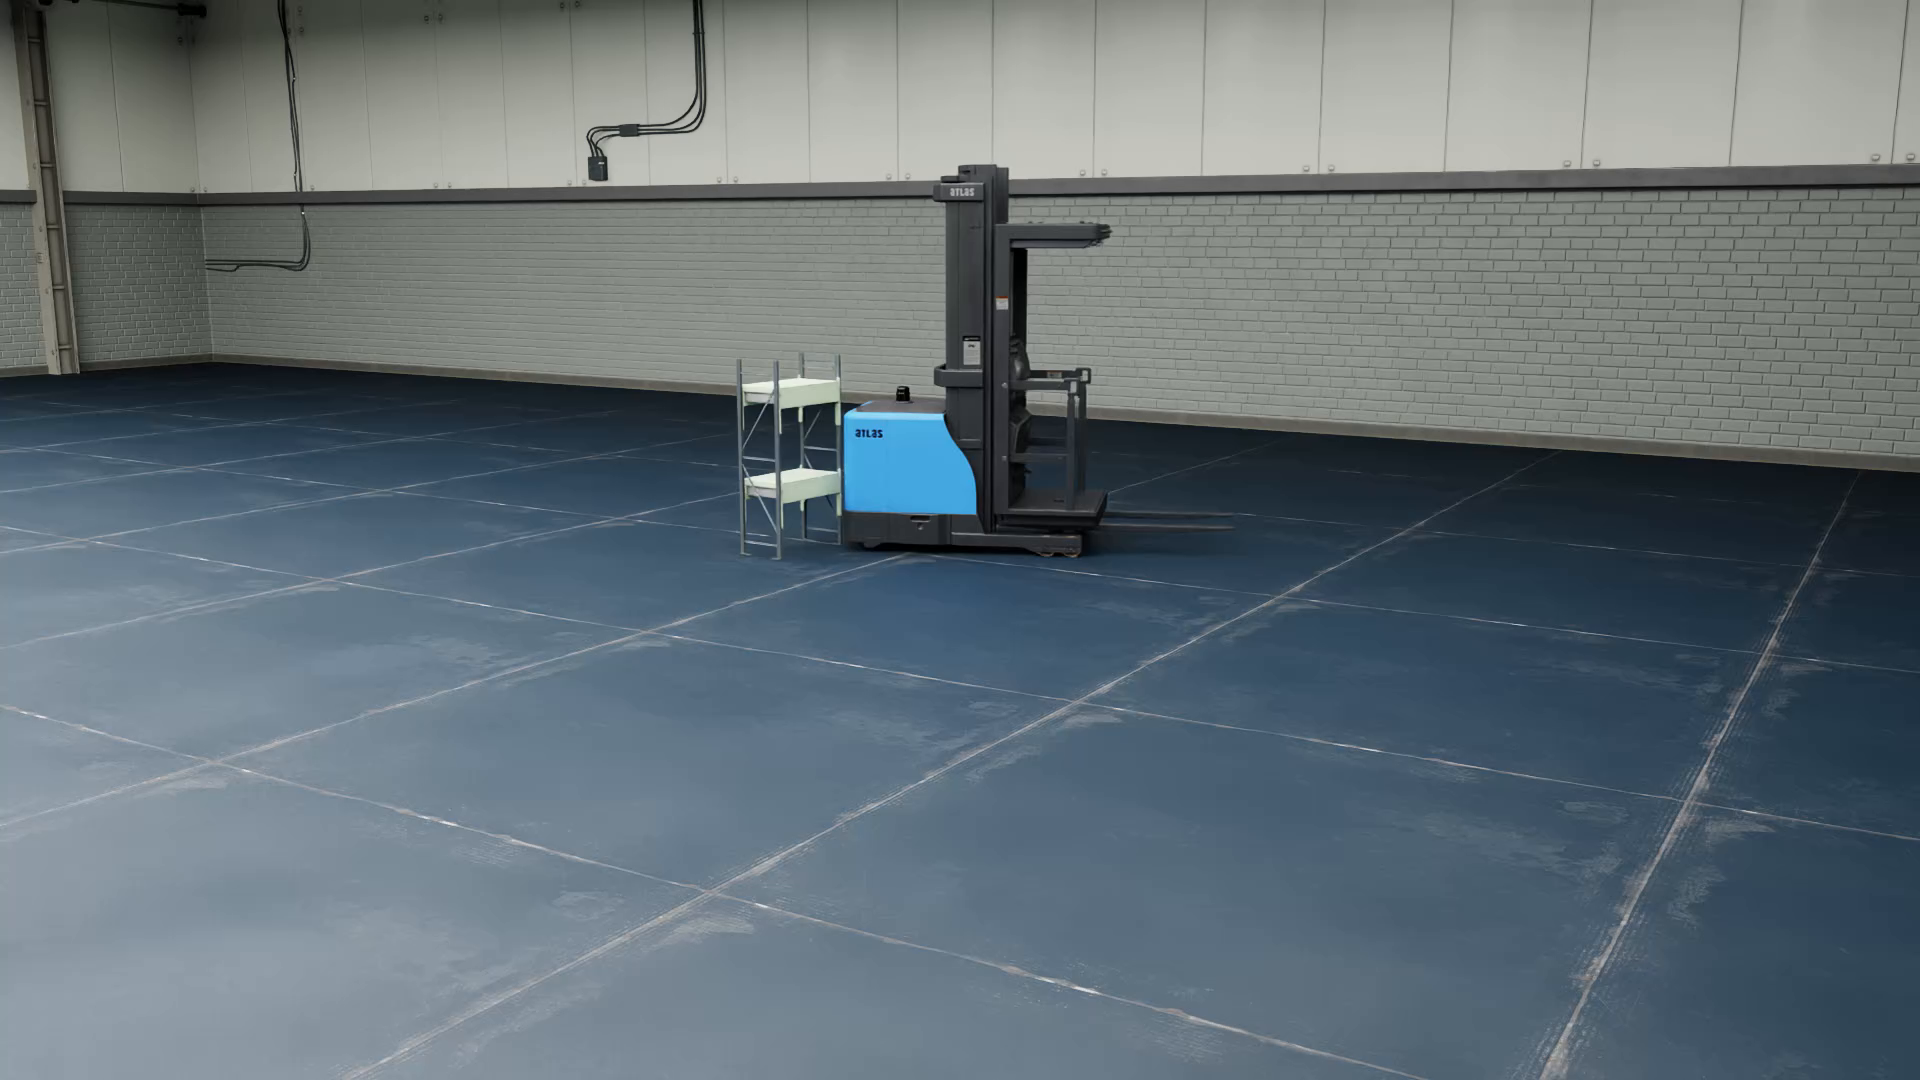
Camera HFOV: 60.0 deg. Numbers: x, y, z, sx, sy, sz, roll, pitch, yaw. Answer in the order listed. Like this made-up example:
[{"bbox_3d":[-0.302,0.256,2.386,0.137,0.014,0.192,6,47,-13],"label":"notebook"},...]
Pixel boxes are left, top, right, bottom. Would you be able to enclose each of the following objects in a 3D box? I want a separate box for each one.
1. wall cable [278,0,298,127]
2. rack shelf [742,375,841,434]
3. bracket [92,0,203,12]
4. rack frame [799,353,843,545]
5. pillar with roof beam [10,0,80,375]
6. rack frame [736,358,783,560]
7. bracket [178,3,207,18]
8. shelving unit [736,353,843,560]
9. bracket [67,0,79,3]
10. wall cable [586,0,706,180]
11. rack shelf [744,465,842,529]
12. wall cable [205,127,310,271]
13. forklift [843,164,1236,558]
[{"bbox_3d":[-10.525,-8.340,28.176,3.097,2.526,0.112,6,12,31],"label":"wall cable"},{"bbox_3d":[-1.306,-1.047,12.764,0.431,0.370,0.720,7,13,34],"label":"rack shelf"},{"bbox_3d":[-14.055,-9.386,29.267,0.076,0.066,3.189,6,12,31],"label":"bracket"},{"bbox_3d":[-1.099,-0.719,13.132,0.400,1.500,0.023,7,13,34],"label":"rack frame"},{"bbox_3d":[-11.818,-6.894,25.739,9.100,9.000,0.548,6,12,31],"label":"pillar with roof beam"},{"bbox_3d":[-1.512,-0.608,12.539,0.400,1.500,0.023,7,13,34],"label":"rack frame"},{"bbox_3d":[-13.748,-9.479,29.763,0.235,0.232,0.430,6,12,31],"label":"bracket"},{"bbox_3d":[-1.306,-0.663,12.835,0.431,1.500,0.755,7,13,34],"label":"shelving unit"},{"bbox_3d":[-14.978,-9.106,27.772,0.235,0.232,0.430,6,12,31],"label":"bracket"},{"bbox_3d":[-4.732,-8.404,24.565,2.305,6.003,0.169,6,12,31],"label":"wall cable"},{"bbox_3d":[-1.306,-0.343,12.895,0.431,0.370,0.720,7,13,34],"label":"rack shelf"},{"bbox_3d":[-12.838,-6.116,30.022,3.097,2.526,0.112,6,12,31],"label":"wall cable"},{"bbox_3d":[0.653,-1.411,12.939,3.031,2.935,1.130,2,11,9],"label":"forklift"}]
